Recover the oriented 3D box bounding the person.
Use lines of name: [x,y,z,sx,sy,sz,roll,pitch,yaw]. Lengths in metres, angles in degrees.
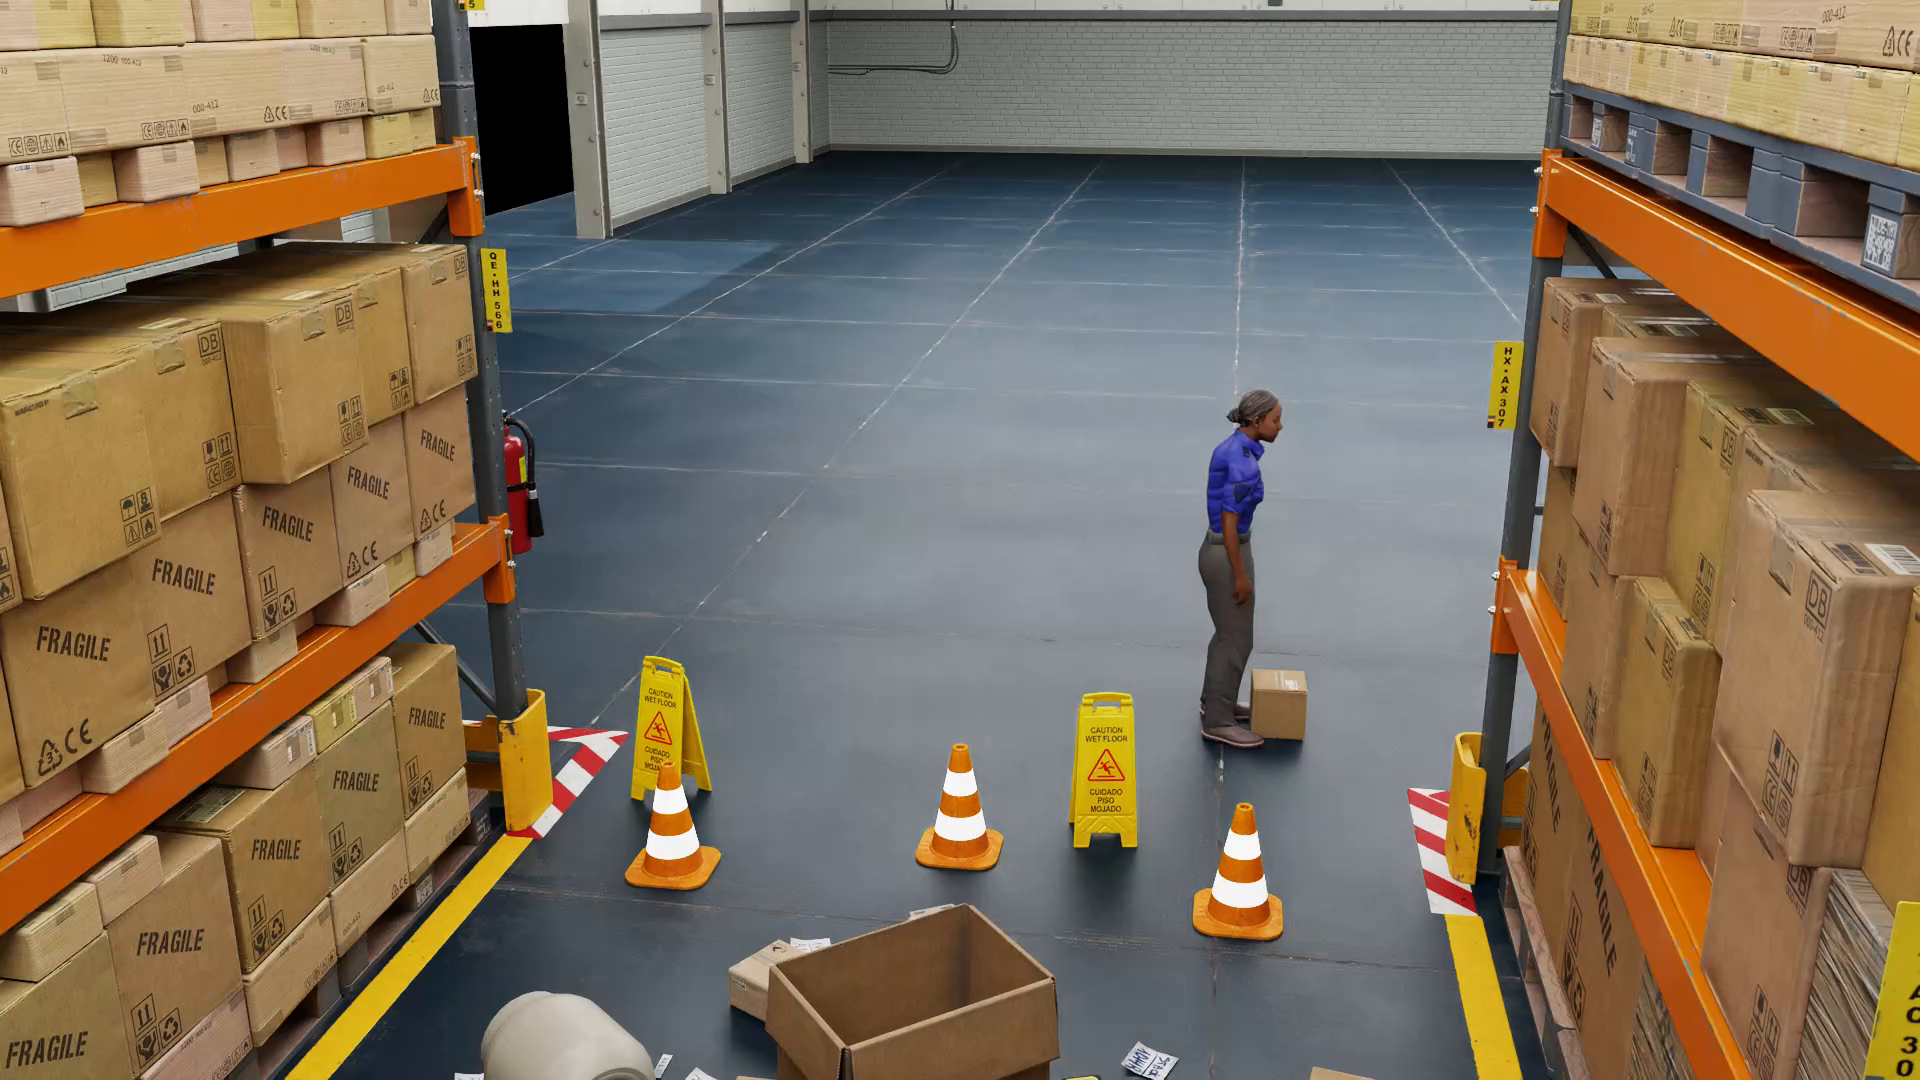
person: [1.286,0.107,7.734,0.352,1.654,0.512,3,18,8]
